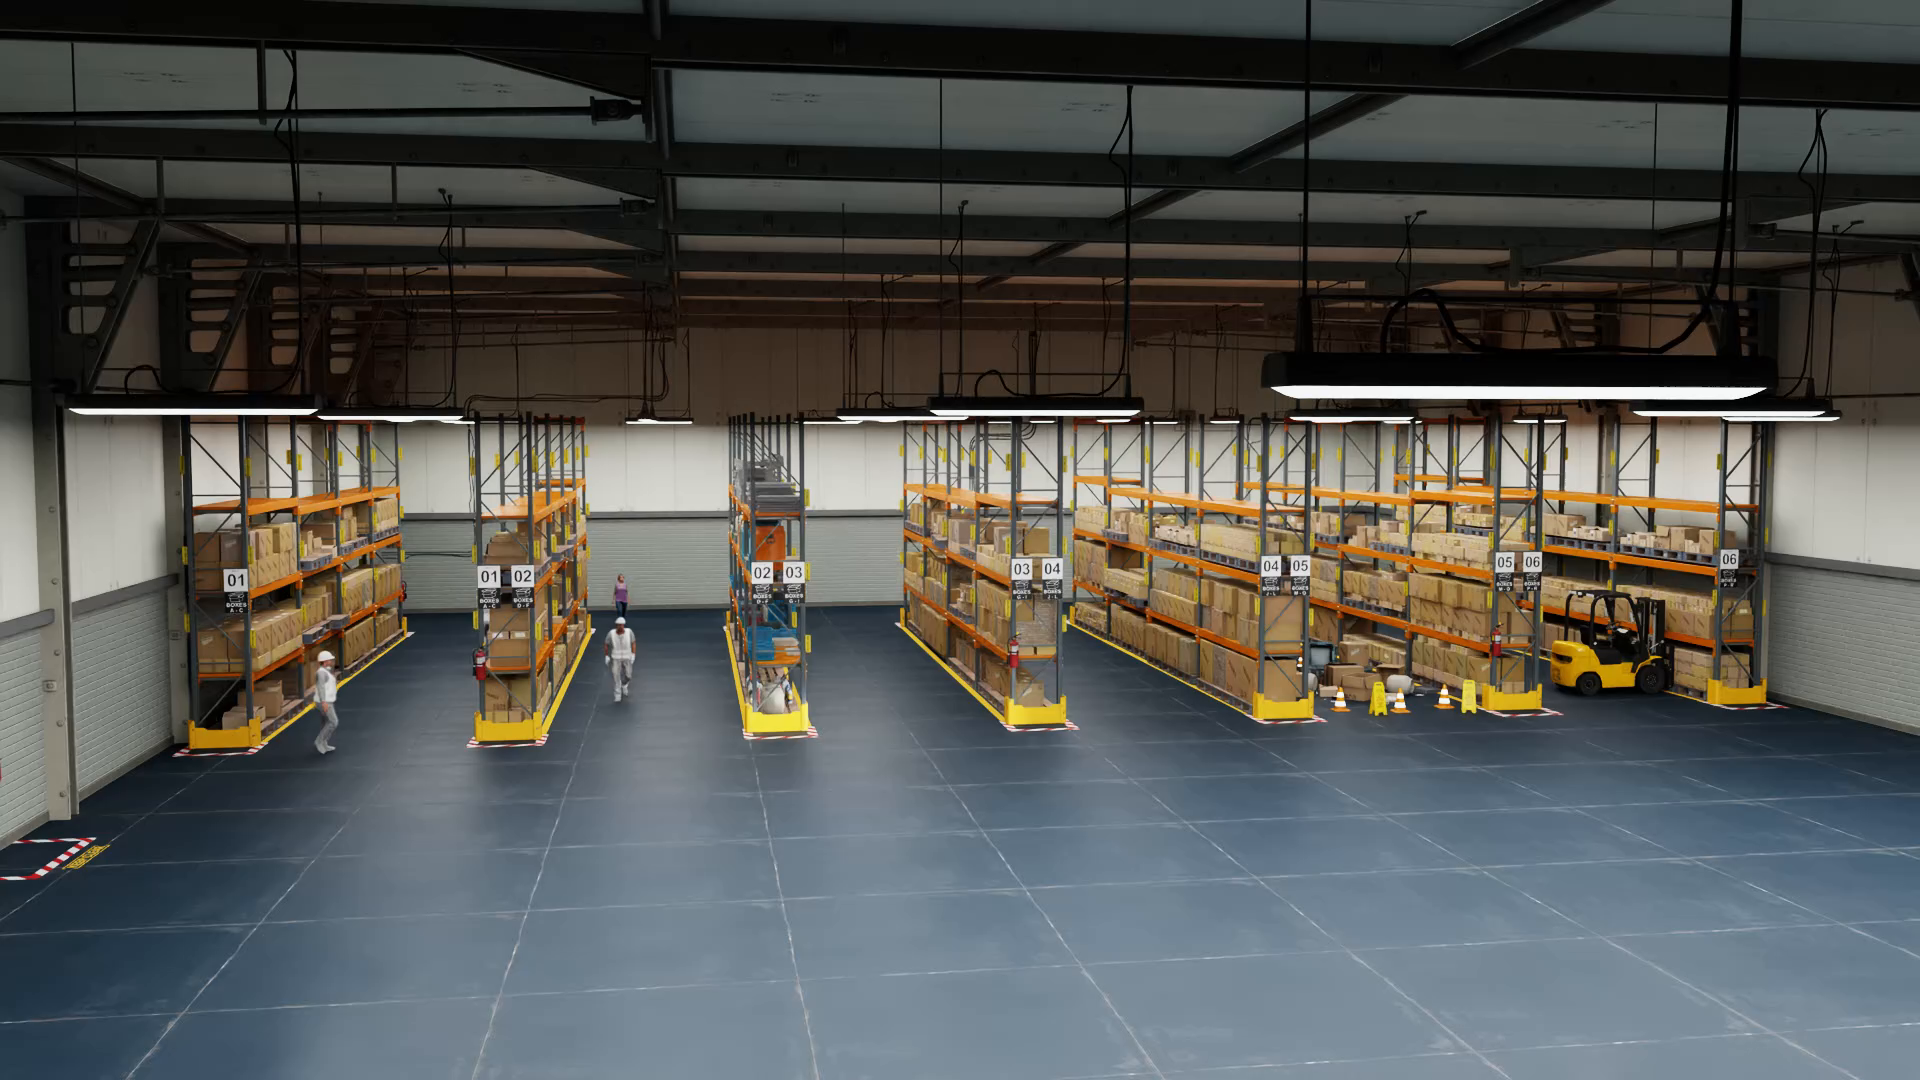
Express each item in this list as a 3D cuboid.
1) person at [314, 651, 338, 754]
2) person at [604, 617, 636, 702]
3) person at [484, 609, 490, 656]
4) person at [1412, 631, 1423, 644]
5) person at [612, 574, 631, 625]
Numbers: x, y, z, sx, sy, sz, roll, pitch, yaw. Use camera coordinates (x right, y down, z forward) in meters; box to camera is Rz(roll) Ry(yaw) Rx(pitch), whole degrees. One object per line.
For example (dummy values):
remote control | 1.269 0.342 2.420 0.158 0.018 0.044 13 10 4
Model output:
person | -11.122 2.838 29.213 0.428 1.781 0.561 -1 4 -8
person | -7.139 2.476 34.926 0.640 1.761 0.701 -1 4 -16
person | -11.710 2.074 41.285 0.517 1.671 0.422 0 4 -5
person | 11.466 1.996 41.852 0.614 1.775 0.612 -1 4 -11
person | -9.618 1.775 47.242 0.471 1.436 1.008 -1 4 -18
